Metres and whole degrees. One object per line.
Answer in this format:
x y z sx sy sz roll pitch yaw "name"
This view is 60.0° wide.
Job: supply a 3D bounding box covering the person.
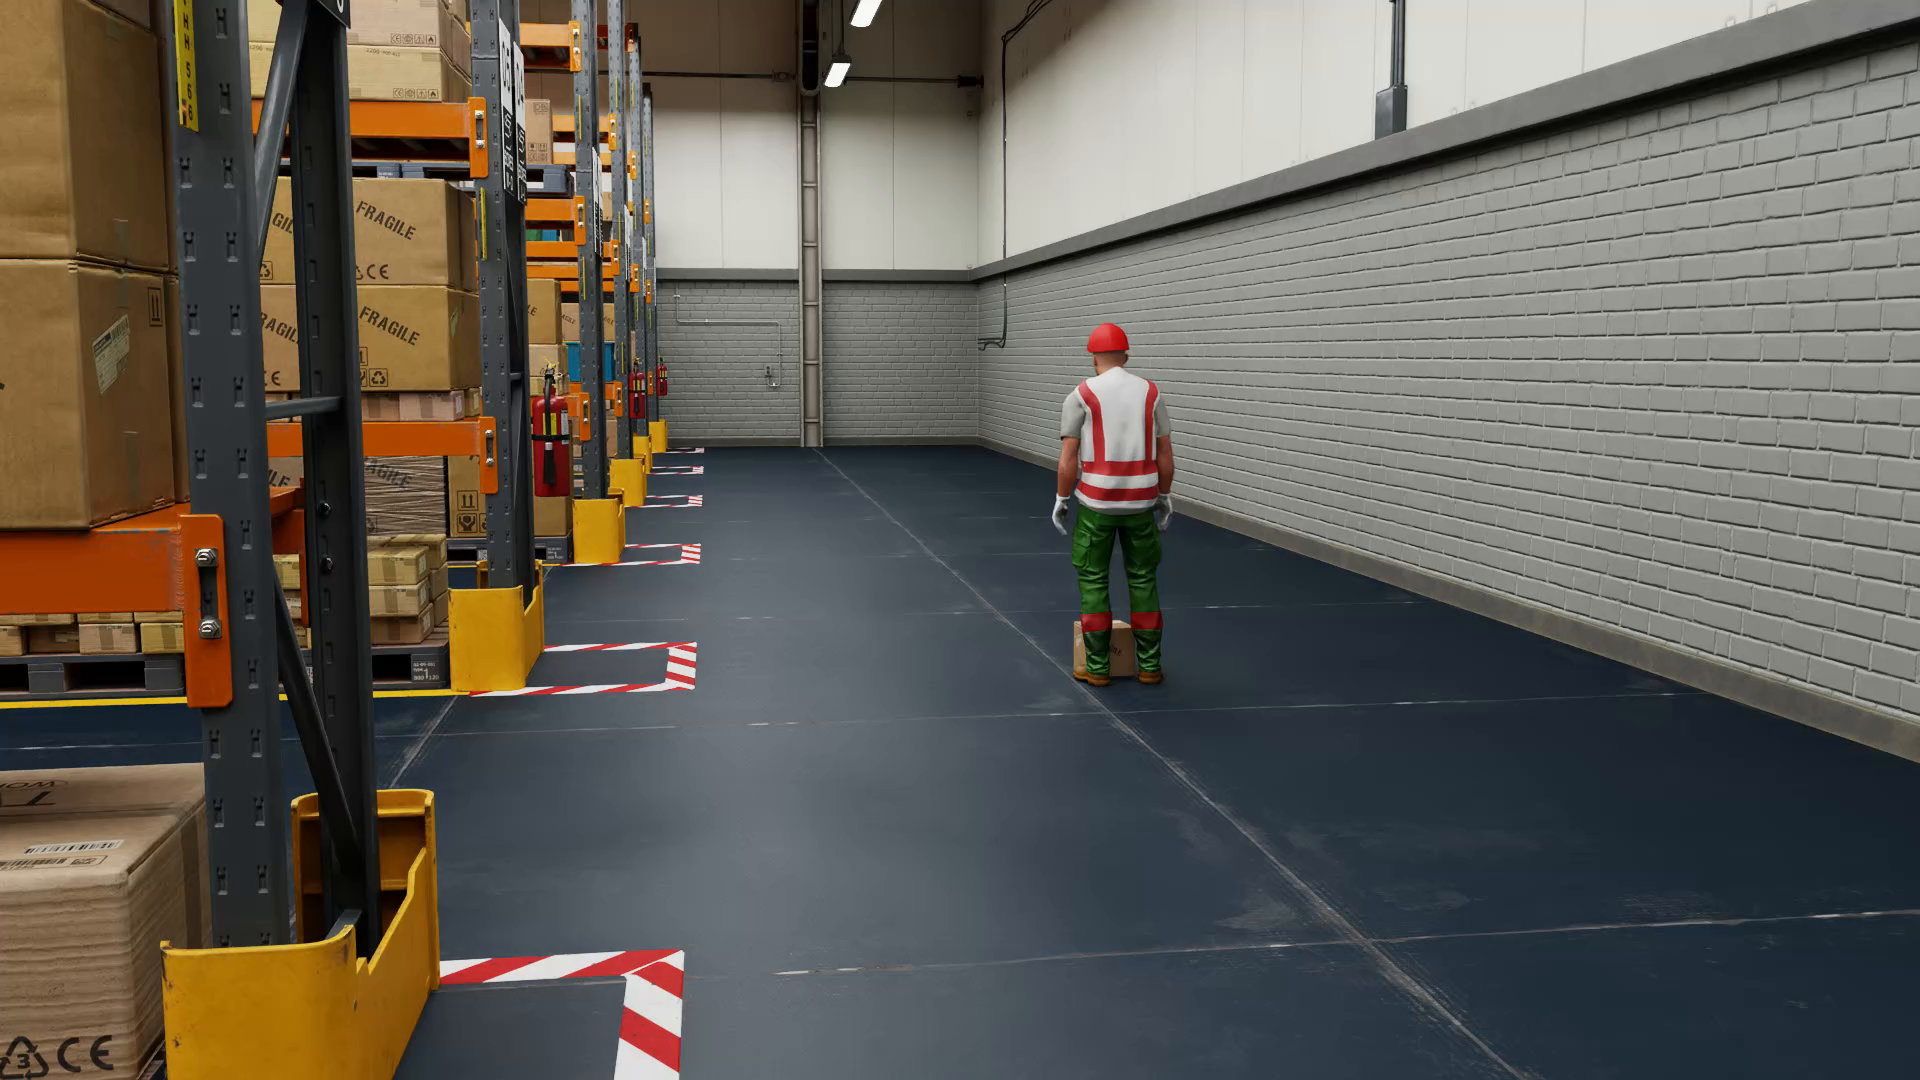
0.762 -0.177 8.222 0.623 1.780 0.450 -1 7 -11 "person"
